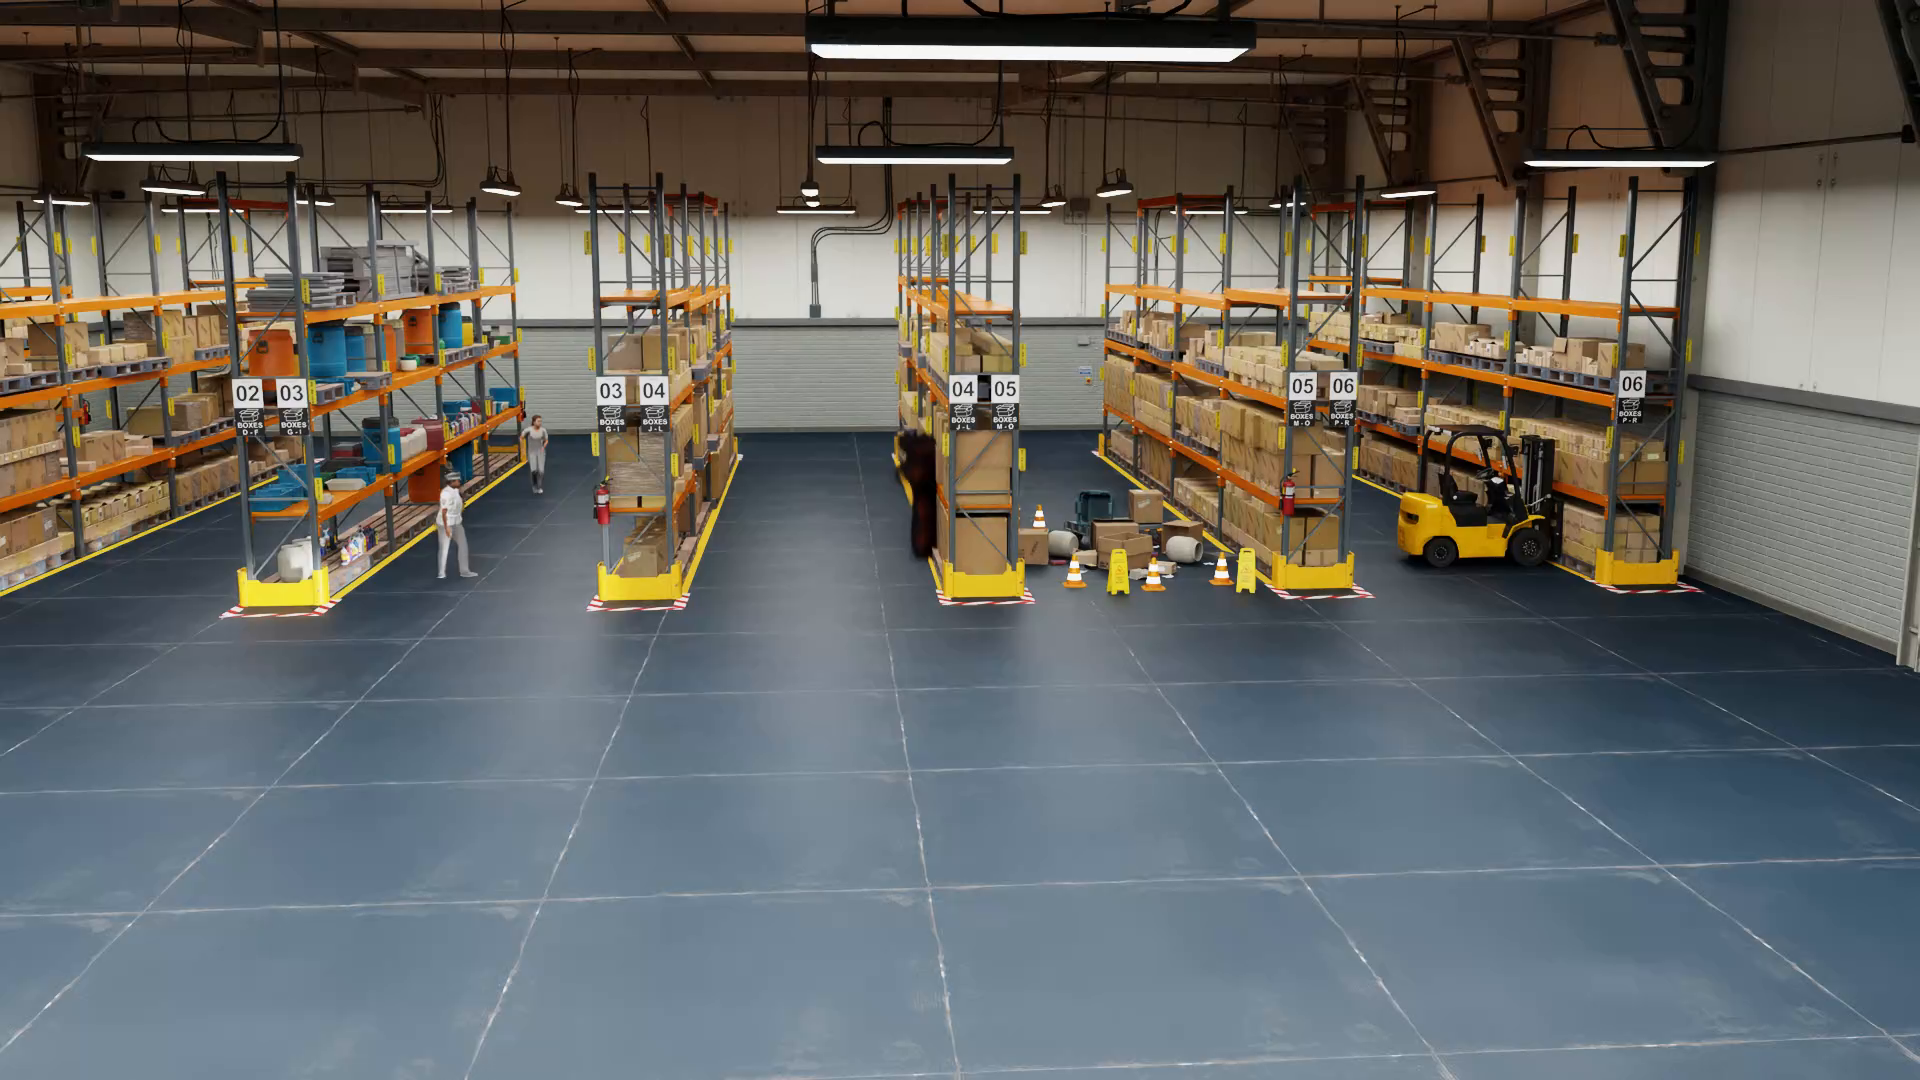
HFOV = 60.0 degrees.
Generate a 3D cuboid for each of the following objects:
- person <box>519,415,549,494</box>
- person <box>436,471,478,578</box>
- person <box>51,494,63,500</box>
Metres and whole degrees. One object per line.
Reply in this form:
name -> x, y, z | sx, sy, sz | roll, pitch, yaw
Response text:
person -> -8.666, -1.744, 33.910 | 0.575, 1.624, 0.492 | -3, 11, -18
person -> -7.749, -0.226, 25.279 | 0.608, 1.643, 0.508 | 6, 11, 29
person -> -16.901, -1.203, 31.013 | 0.381, 1.550, 0.865 | 0, 10, -1
